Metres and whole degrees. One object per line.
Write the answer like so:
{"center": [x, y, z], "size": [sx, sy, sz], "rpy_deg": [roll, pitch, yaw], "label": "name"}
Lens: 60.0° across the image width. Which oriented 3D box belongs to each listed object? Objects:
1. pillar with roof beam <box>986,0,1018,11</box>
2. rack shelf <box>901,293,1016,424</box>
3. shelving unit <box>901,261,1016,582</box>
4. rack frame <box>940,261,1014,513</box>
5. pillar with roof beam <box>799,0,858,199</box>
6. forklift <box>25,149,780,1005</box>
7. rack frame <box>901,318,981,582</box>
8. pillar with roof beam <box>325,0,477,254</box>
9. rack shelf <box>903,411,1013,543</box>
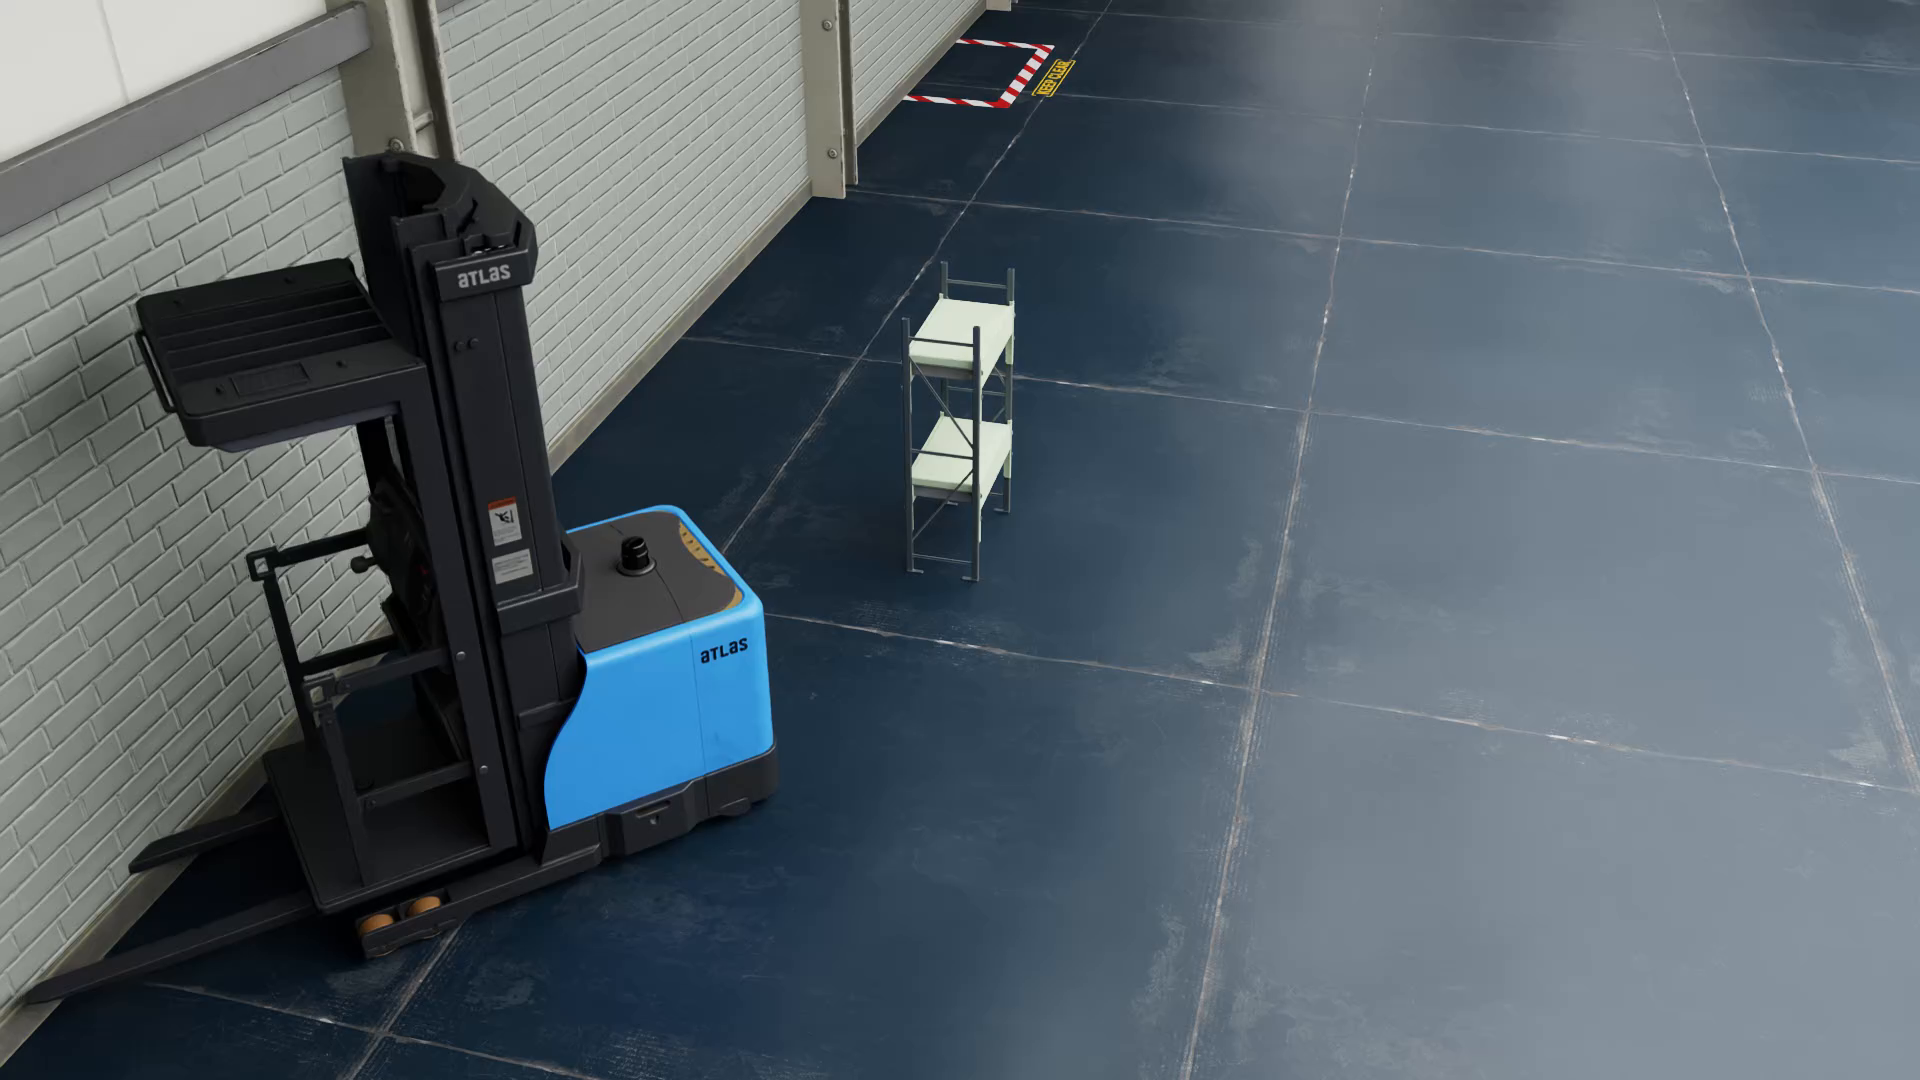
{"center": [4.625, -9.271, 15.515], "size": [9.100, 9.000, 0.400], "rpy_deg": [8, 33, 12], "label": "pillar with roof beam"}
{"center": [-0.002, -0.959, 8.703], "size": [0.431, 0.370, 0.720], "rpy_deg": [8, 33, 12], "label": "rack shelf"}
{"center": [-0.002, -0.629, 8.912], "size": [0.431, 1.500, 0.755], "rpy_deg": [8, 33, 12], "label": "shelving unit"}
{"center": [0.091, -0.819, 9.211], "size": [0.400, 1.500, 0.023], "rpy_deg": [8, 33, 12], "label": "rack frame"}
{"center": [3.102, -6.157, 10.618], "size": [9.100, 9.000, 0.400], "rpy_deg": [8, 33, 12], "label": "pillar with roof beam"}
{"center": [-2.341, 0.111, 6.413], "size": [3.031, 2.935, 1.130], "rpy_deg": [-18, 36, -25], "label": "forklift"}
{"center": [-0.095, -0.440, 8.613], "size": [0.400, 1.500, 0.023], "rpy_deg": [8, 33, 12], "label": "rack frame"}
{"center": [1.579, -3.044, 5.720], "size": [9.100, 9.000, 0.400], "rpy_deg": [8, 33, 12], "label": "pillar with roof beam"}
{"center": [-0.002, -0.354, 9.087], "size": [0.431, 0.370, 0.720], "rpy_deg": [8, 33, 12], "label": "rack shelf"}
